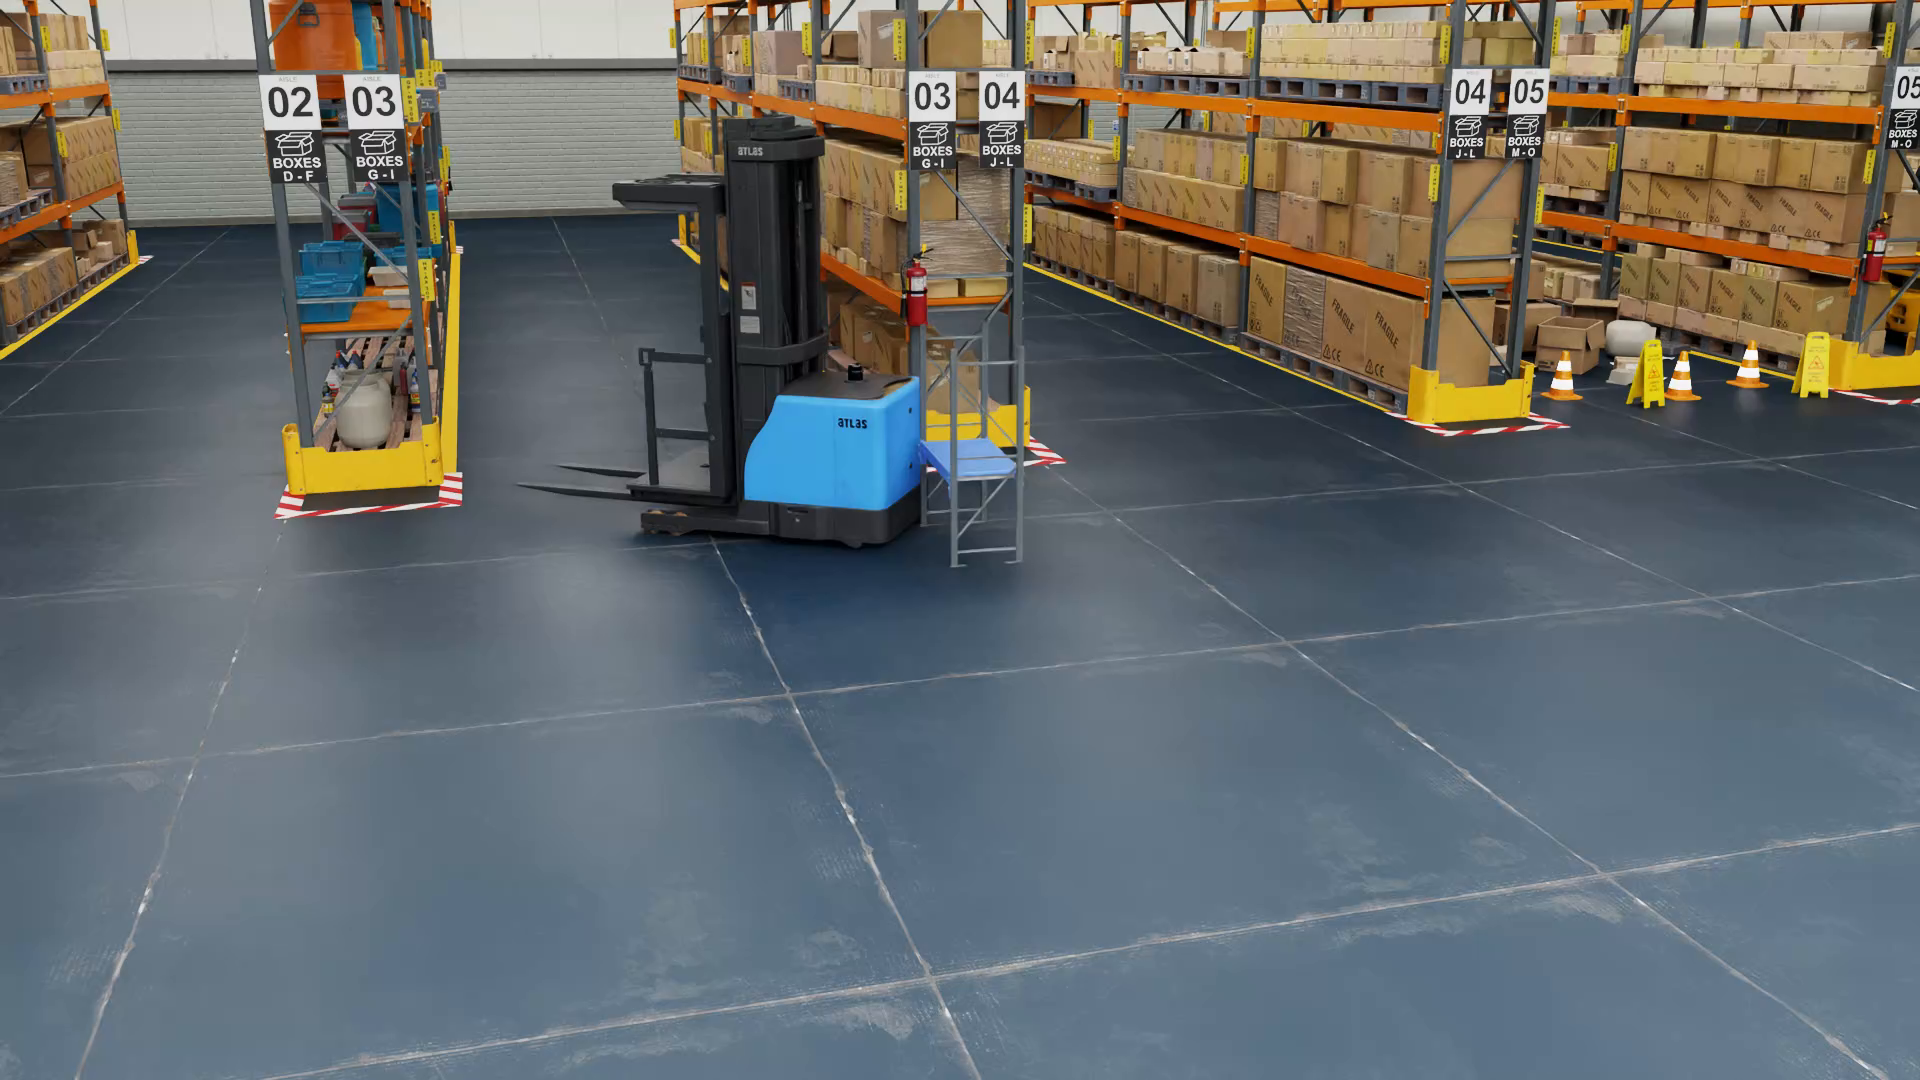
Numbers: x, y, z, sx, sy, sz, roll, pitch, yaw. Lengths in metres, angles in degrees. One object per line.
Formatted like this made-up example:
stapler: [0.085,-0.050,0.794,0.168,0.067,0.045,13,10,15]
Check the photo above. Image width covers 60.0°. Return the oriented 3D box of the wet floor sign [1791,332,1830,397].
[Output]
wet floor sign: [8.597,-1.775,16.741,0.267,0.644,0.232,1,17,4]

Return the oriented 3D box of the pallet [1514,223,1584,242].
pallet: [10.860,-5.607,30.252,1.003,0.211,1.213,-5,17,-15]

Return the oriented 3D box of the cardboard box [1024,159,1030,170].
cardboard box: [1.210,-5.875,26.005,0.380,0.149,0.250,-6,18,-18]

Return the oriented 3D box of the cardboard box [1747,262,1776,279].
cardboard box: [8.871,-2.961,18.214,0.380,0.149,0.250,-4,17,-14]

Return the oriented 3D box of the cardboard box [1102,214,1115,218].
cardboard box: [2.424,-4.685,24.645,0.500,0.250,0.500,-5,17,-15]

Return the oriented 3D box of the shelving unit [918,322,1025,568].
shelving unit: [0.069,-0.692,11.648,0.538,1.500,1.048,-4,17,-12]

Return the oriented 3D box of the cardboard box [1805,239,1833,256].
cardboard box: [9.089,-3.068,17.387,0.380,0.149,0.250,-5,17,-16]

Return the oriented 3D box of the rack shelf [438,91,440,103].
rack shelf: [-8.564,-6.829,25.510,1.077,0.370,4.000,-5,17,-15]

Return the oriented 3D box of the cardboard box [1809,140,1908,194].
cardboard box: [9.224,-3.833,17.070,0.700,0.500,0.500,-5,17,-17]

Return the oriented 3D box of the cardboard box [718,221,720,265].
cardboard box: [-3.057,-4.584,24.961,1.225,0.875,0.875,-5,17,-15]

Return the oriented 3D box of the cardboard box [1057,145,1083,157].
cardboard box: [1.644,-5.729,24.481,0.380,0.149,0.250,-4,17,-14]

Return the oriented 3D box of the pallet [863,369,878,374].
pallet: [-0.496,-1.506,16.600,1.003,0.211,1.213,-5,17,-15]

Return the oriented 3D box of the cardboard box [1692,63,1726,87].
cardboard box: [8.608,-5.229,18.675,0.500,0.250,0.500,-5,17,-15]

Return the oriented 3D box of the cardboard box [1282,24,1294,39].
cardboard box: [3.657,-5.406,17.669,0.380,0.149,0.250,-5,17,-16]

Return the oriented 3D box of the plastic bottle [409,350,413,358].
plastic bottle: [-5.362,-1.758,16.430,0.144,0.351,0.185,-5,17,-17]

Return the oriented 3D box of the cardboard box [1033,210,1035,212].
cardboard box: [1.274,-5.535,28.357,0.380,0.149,0.250,-5,18,-18]

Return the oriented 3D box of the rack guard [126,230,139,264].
rack guard: [-13.857,-4.682,26.669,1.175,0.500,0.348,-5,17,-15]

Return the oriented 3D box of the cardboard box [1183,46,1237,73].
cardboard box: [3.050,-5.837,20.209,0.500,0.311,0.500,-5,18,-17]

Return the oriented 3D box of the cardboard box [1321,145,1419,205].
cardboard box: [4.244,-3.762,17.125,0.875,0.550,0.500,-5,17,-15]

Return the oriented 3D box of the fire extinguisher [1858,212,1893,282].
fire extinguisher: [9.162,-2.935,16.643,0.296,0.674,0.183,-5,17,-15]

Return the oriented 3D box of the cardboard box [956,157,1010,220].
cardboard box: [0.156,-3.099,14.627,0.500,0.500,0.500,-5,17,-15]

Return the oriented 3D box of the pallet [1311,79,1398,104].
pallet: [4.289,-4.557,16.850,1.003,0.211,1.213,-5,17,-15]

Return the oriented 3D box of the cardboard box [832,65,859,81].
cardboard box: [-1.068,-4.659,16.602,0.380,0.149,0.250,-5,17,-15]

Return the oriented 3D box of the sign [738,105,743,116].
sign: [-3.826,-7.389,28.913,0.100,0.325,0.005,-5,17,-15]

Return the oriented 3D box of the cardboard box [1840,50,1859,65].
cardboard box: [9.163,-4.883,16.830,0.380,0.149,0.250,-4,17,-14]

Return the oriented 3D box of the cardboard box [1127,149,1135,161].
cardboard box: [2.563,-5.485,23.670,0.380,0.149,0.250,-5,17,-16]

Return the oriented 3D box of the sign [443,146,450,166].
sign: [-8.589,-6.417,27.816,0.100,0.325,0.005,-5,17,-15]

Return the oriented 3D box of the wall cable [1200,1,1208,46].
wall cable: [6.755,-12.177,36.781,2.988,3.039,0.133,-5,17,-15]

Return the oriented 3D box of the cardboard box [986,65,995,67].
cardboard box: [0.749,-7.836,27.870,0.500,0.250,0.500,-5,17,-16]

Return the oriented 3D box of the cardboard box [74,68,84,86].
cardboard box: [-13.084,-6.728,24.181,0.500,0.250,0.500,-5,17,-15]

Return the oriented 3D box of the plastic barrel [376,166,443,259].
plastic barrel: [-5.631,-3.342,16.993,0.600,0.901,0.708,-5,17,-15]

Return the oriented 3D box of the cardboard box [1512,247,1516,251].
cardboard box: [7.521,-4.038,24.020,0.950,0.372,0.625,-6,18,-19]

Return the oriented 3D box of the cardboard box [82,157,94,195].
cardboard box: [-12.935,-5.284,24.155,0.500,0.500,0.500,-5,17,-16]

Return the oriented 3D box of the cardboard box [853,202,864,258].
cardboard box: [-0.554,-3.011,16.071,0.875,0.500,0.500,-5,17,-15]

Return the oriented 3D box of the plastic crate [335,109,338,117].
plastic crate: [-5.644,-3.848,14.704,0.336,0.188,0.450,-5,17,-15]

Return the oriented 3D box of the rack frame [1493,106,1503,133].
rack frame: [7.375,-5.253,24.225,1.000,3.000,0.127,-5,17,-15]

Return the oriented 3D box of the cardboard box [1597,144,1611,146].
cardboard box: [8.483,-4.829,21.393,0.500,0.500,0.500,-5,17,-15]

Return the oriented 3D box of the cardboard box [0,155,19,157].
cardboard box: [-12.613,-4.709,21.510,0.700,0.500,0.500,-2,17,-6]

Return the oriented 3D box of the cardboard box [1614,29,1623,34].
cardboard box: [11.302,-8.509,28.147,0.396,0.266,0.258,-5,17,-15]

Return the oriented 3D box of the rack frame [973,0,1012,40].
rack frame: [0.445,-9.920,29.333,1.000,3.000,0.127,-5,17,-15]

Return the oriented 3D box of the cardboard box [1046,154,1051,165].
cardboard box: [1.503,-5.729,24.999,0.380,0.149,0.250,-4,17,-13]

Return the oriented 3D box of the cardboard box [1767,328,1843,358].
cardboard box: [9.086,-2.133,17.889,0.500,0.250,0.500,-5,17,-16]

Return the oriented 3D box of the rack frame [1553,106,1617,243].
rack frame: [11.048,-6.753,29.218,1.000,3.000,0.127,-5,17,-15]

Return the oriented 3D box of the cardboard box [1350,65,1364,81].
cardboard box: [4.076,-4.603,16.379,0.380,0.149,0.250,-5,17,-15]

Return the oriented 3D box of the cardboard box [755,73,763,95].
cardboard box: [-2.269,-5.684,20.707,0.500,0.250,0.500,-4,17,-14]

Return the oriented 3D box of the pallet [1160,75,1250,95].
pallet: [3.182,-5.697,20.817,1.003,0.211,1.213,-4,17,-13]

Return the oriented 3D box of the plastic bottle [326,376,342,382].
plastic bottle: [-5.724,-1.355,15.218,0.152,0.276,0.135,-5,17,-17]

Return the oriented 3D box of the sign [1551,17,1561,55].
sign: [5.378,-4.556,15.034,0.100,0.325,0.005,-5,17,-15]

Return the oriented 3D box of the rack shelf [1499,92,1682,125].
rack shelf: [7.925,-5.792,22.055,1.077,0.370,4.000,-5,17,-15]

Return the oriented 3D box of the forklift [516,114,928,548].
forklift: [-1.813,-1.573,12.093,3.031,2.935,1.130,5,17,16]

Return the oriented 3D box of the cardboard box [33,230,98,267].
cardboard box: [-13.300,-4.328,24.721,0.797,0.503,0.637,-5,17,-15]

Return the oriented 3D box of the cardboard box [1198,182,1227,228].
cardboard box: [3.204,-4.038,20.007,0.500,0.500,0.500,-5,17,-16]

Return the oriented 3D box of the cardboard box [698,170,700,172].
cardboard box: [-4.005,-5.869,26.714,0.380,0.149,0.250,-5,17,-16]
